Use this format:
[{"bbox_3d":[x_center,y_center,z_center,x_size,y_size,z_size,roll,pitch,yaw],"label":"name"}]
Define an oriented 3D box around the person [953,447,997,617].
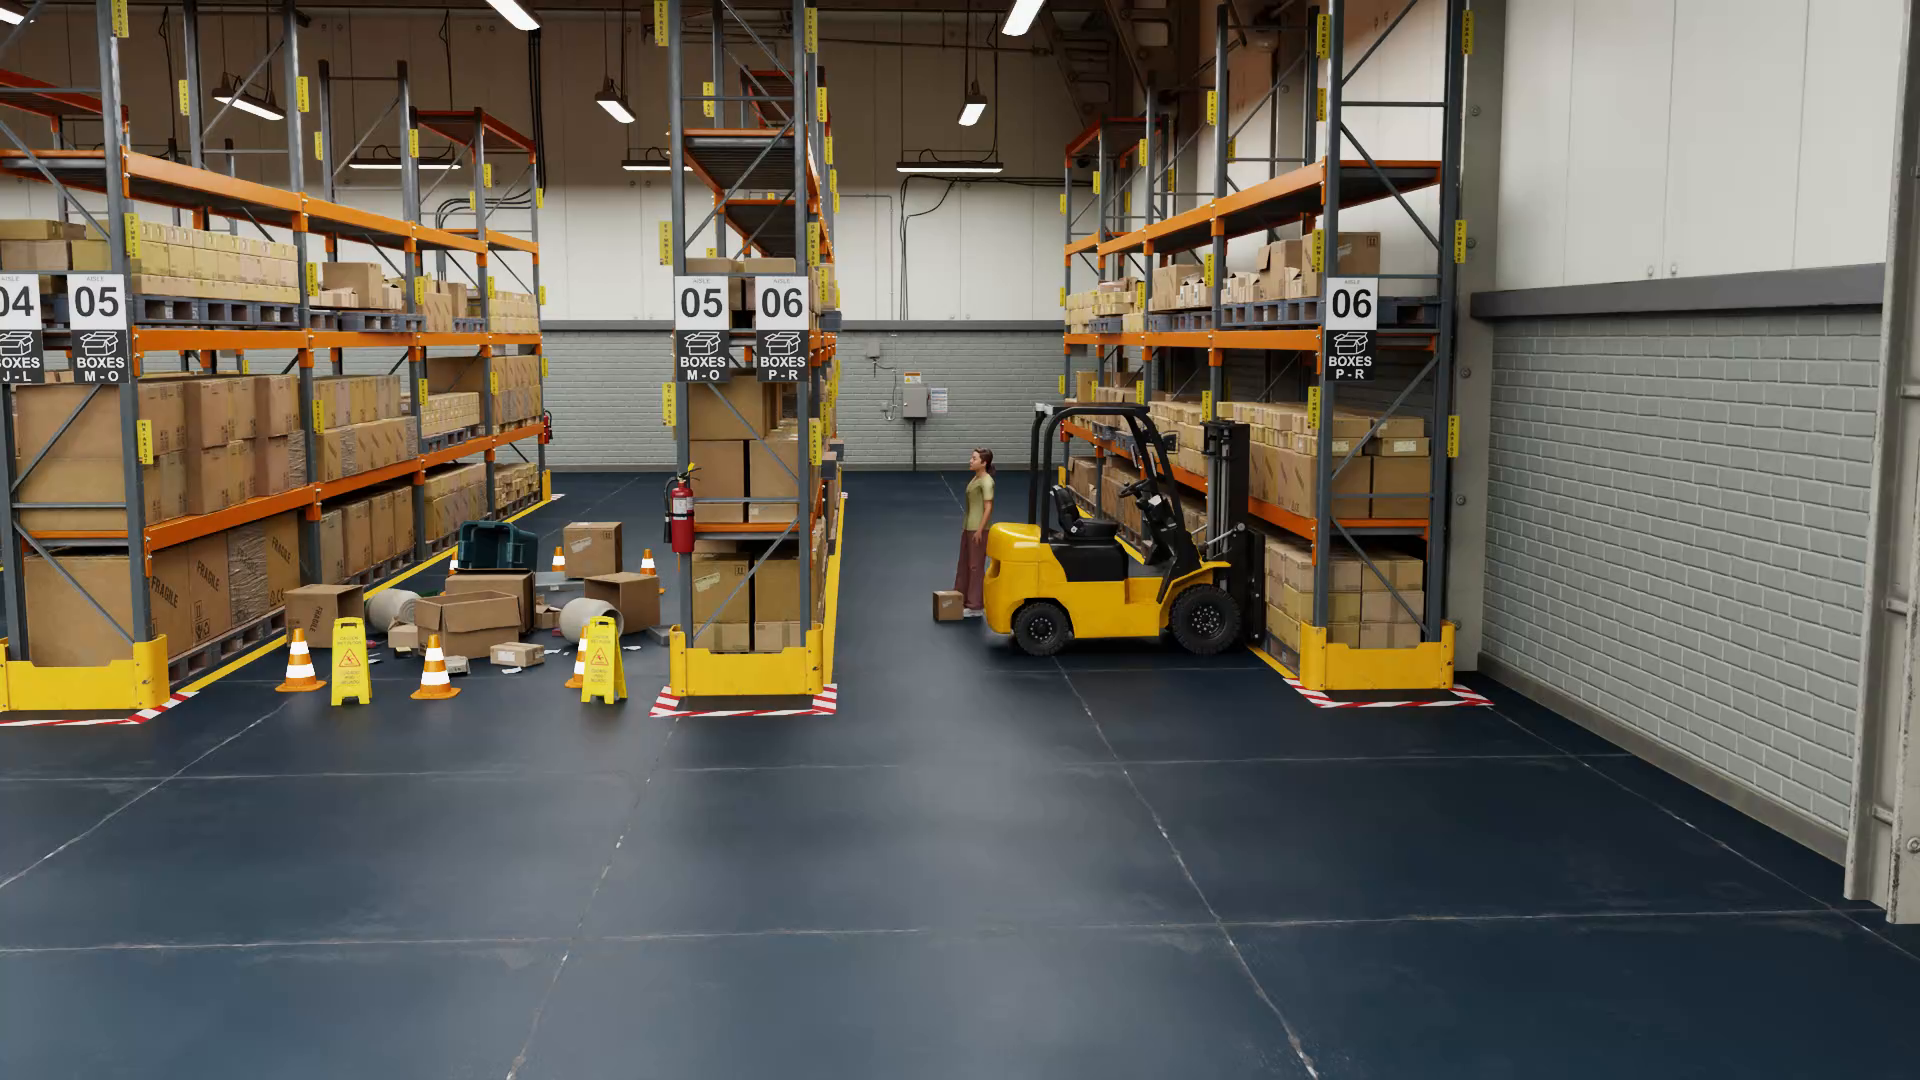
[{"bbox_3d":[0.089,-0.081,16.343,0.549,1.675,0.553,-1,7,-11],"label":"person"}]
